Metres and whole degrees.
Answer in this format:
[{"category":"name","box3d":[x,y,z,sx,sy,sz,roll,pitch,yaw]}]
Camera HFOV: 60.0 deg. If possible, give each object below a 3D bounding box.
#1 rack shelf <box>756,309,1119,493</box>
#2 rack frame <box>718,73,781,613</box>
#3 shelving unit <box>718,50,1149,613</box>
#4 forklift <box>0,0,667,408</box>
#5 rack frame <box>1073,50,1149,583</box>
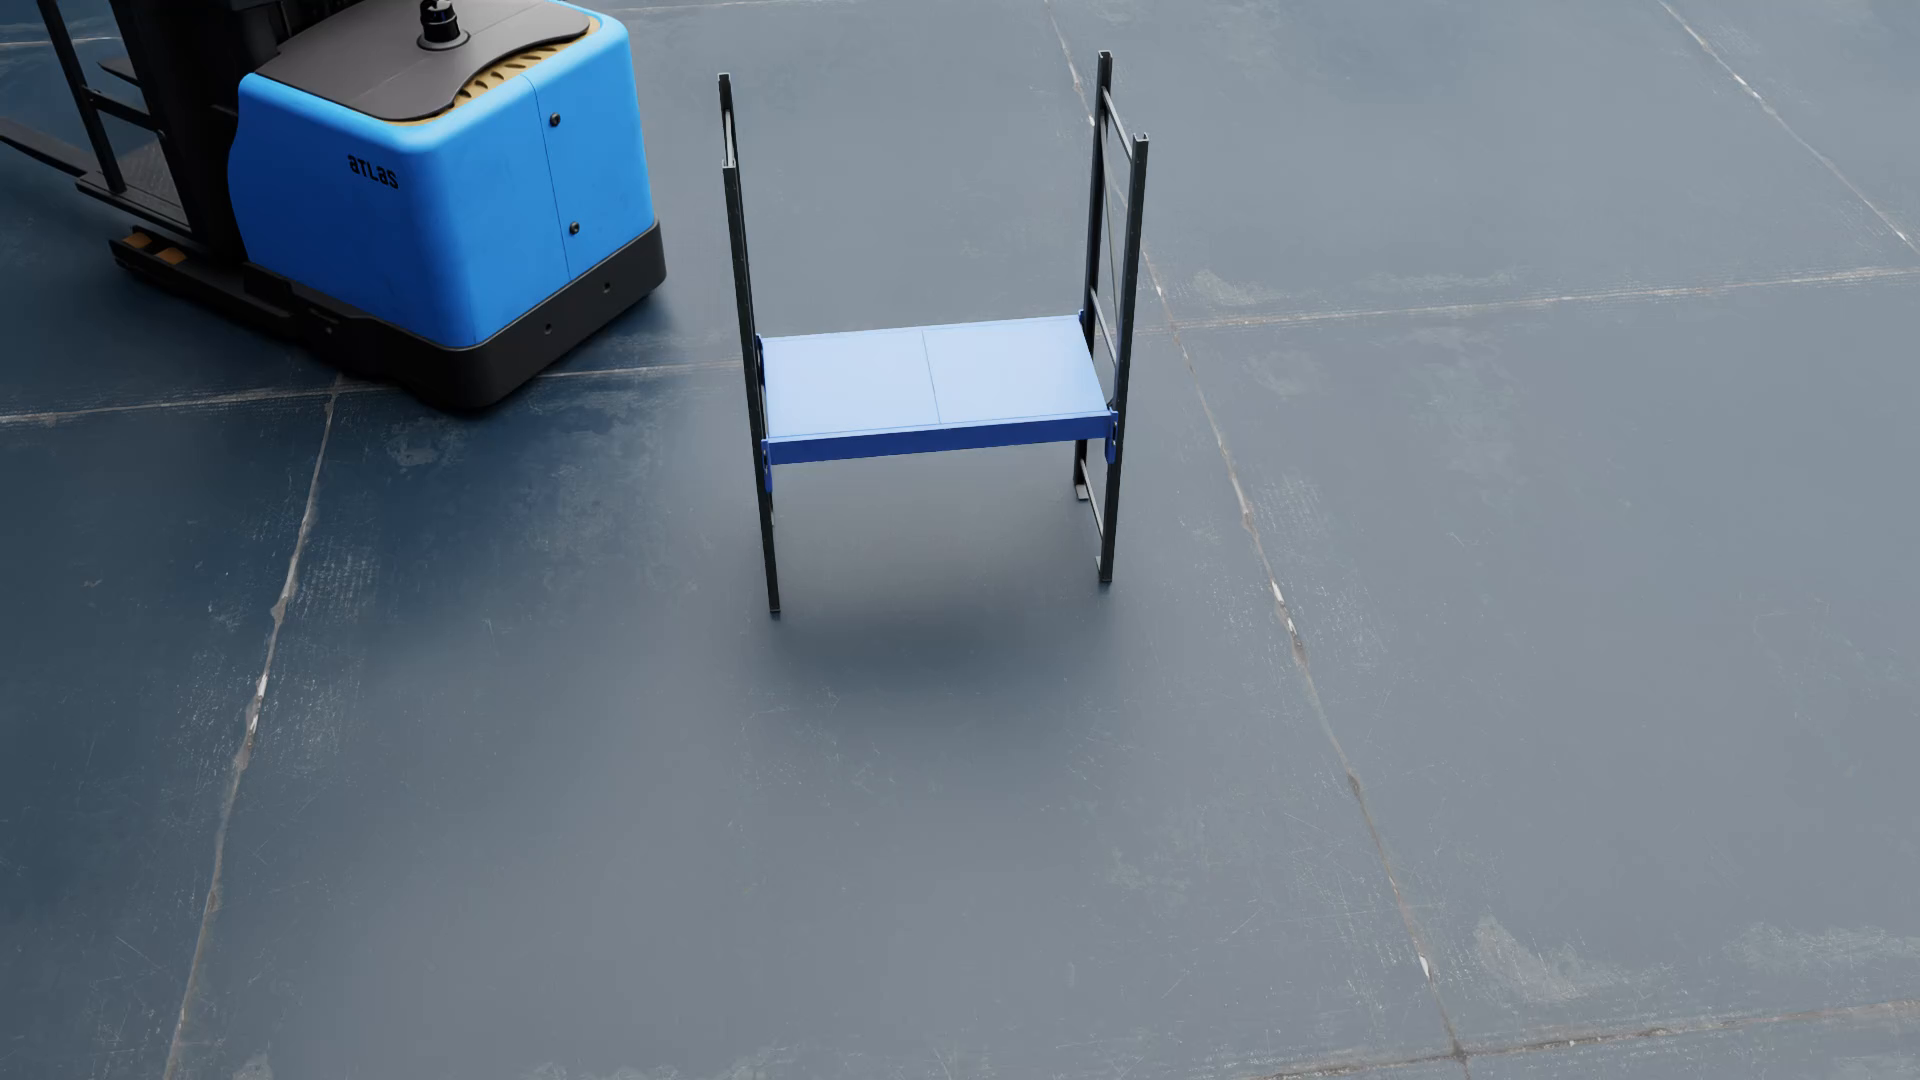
[{"category":"rack shelf","box3d":[-0.085,-0.416,4.860,1.000,0.185,0.538,-5,42,-6]},{"category":"rack frame","box3d":[-0.589,-0.505,4.691,0.032,1.500,0.500,-5,42,-6]},{"category":"shelving unit","box3d":[-0.085,-0.550,4.739,1.048,1.500,0.538,-5,42,-6]},{"category":"forklift","box3d":[-2.619,-2.297,5.608,3.031,2.935,1.130,23,47,24]},{"category":"rack frame","box3d":[0.419,-0.594,4.788,0.032,1.500,0.500,-5,42,-6]}]
